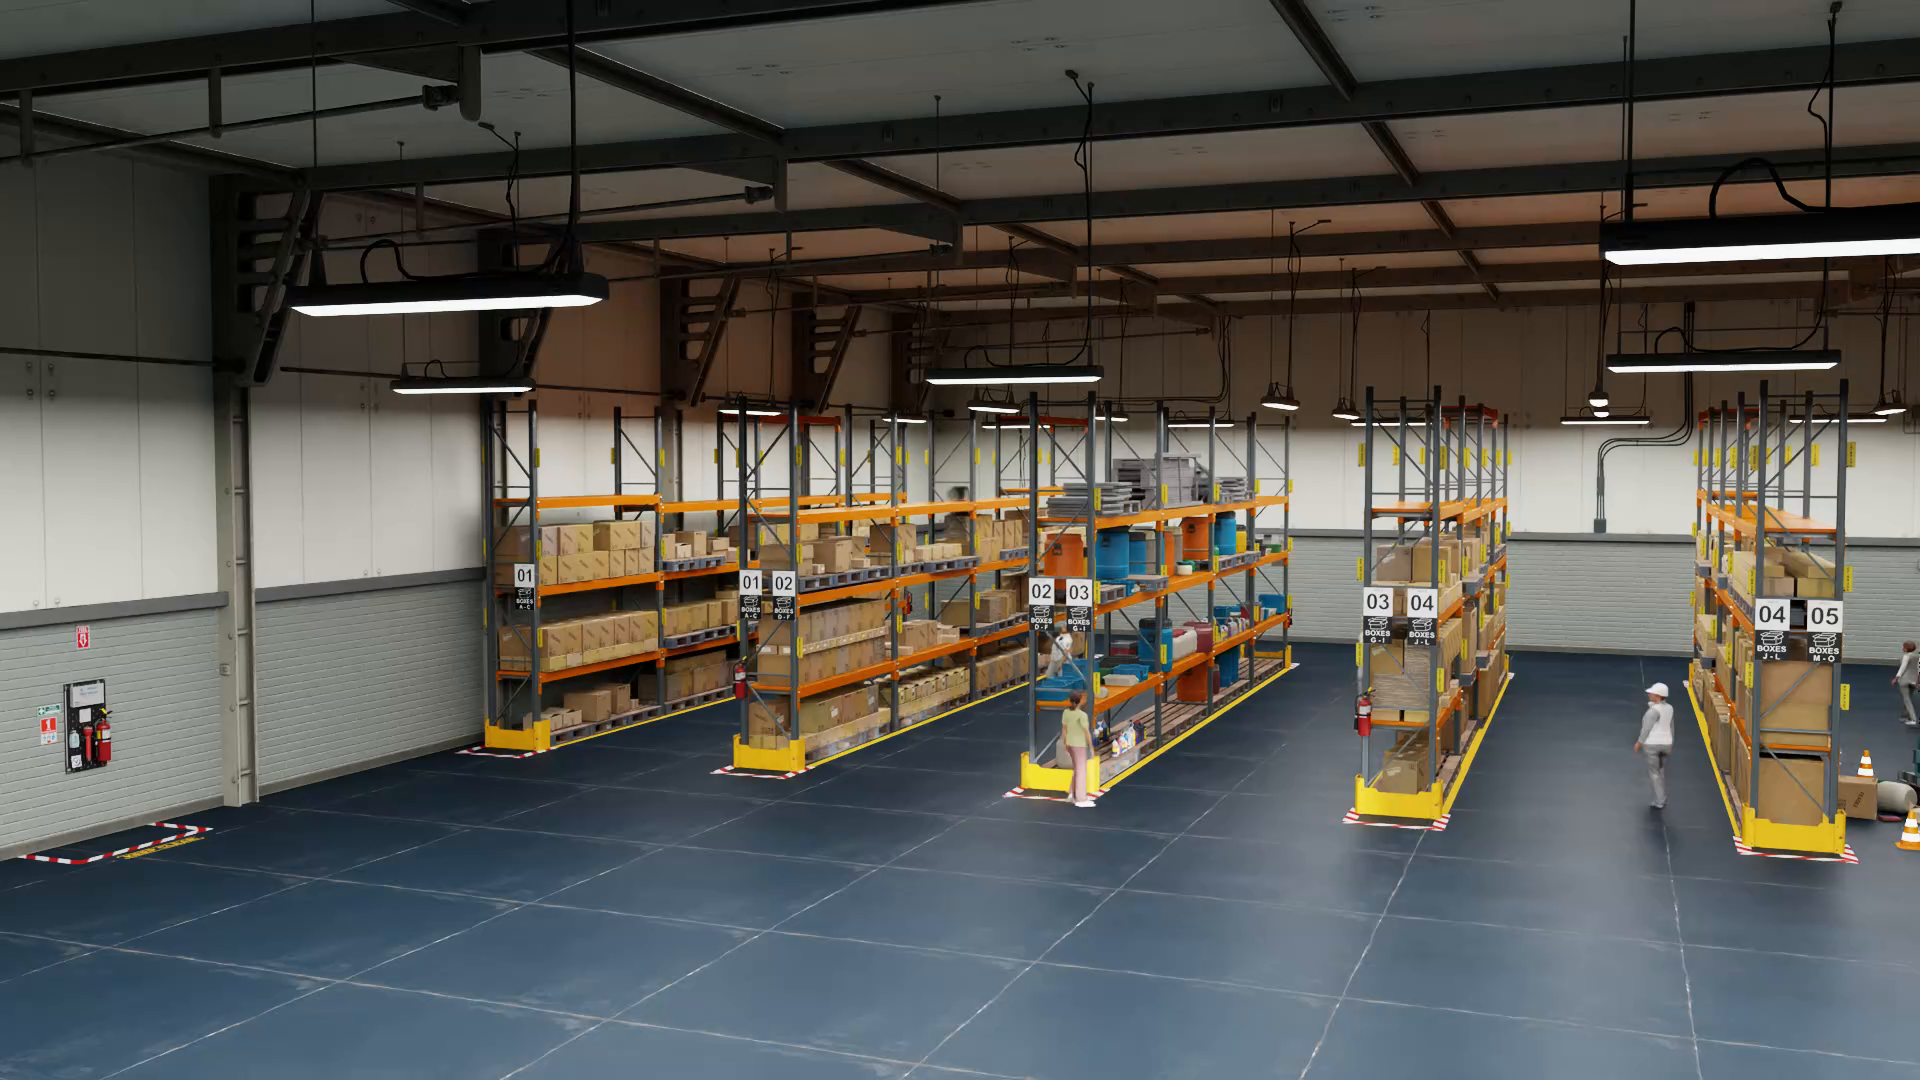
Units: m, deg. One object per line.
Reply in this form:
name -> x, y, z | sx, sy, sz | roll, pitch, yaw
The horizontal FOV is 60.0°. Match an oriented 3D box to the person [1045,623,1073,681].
person -> 2.047, 2.503, 34.037 | 0.485, 1.641, 0.527 | -2, 3, -31

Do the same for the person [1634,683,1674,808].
person -> 9.978, 2.965, 23.838 | 0.576, 1.843, 0.550 | -1, 3, -13

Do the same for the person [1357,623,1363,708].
person -> 8.324, 2.483, 33.747 | 0.505, 1.746, 0.997 | 1, 3, 22

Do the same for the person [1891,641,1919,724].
person -> 17.732, 2.663, 31.153 | 0.506, 1.578, 0.842 | 0, 3, 4

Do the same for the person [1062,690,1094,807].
person -> 1.723, 3.009, 23.875 | 0.399, 1.685, 0.474 | -2, 3, -29
